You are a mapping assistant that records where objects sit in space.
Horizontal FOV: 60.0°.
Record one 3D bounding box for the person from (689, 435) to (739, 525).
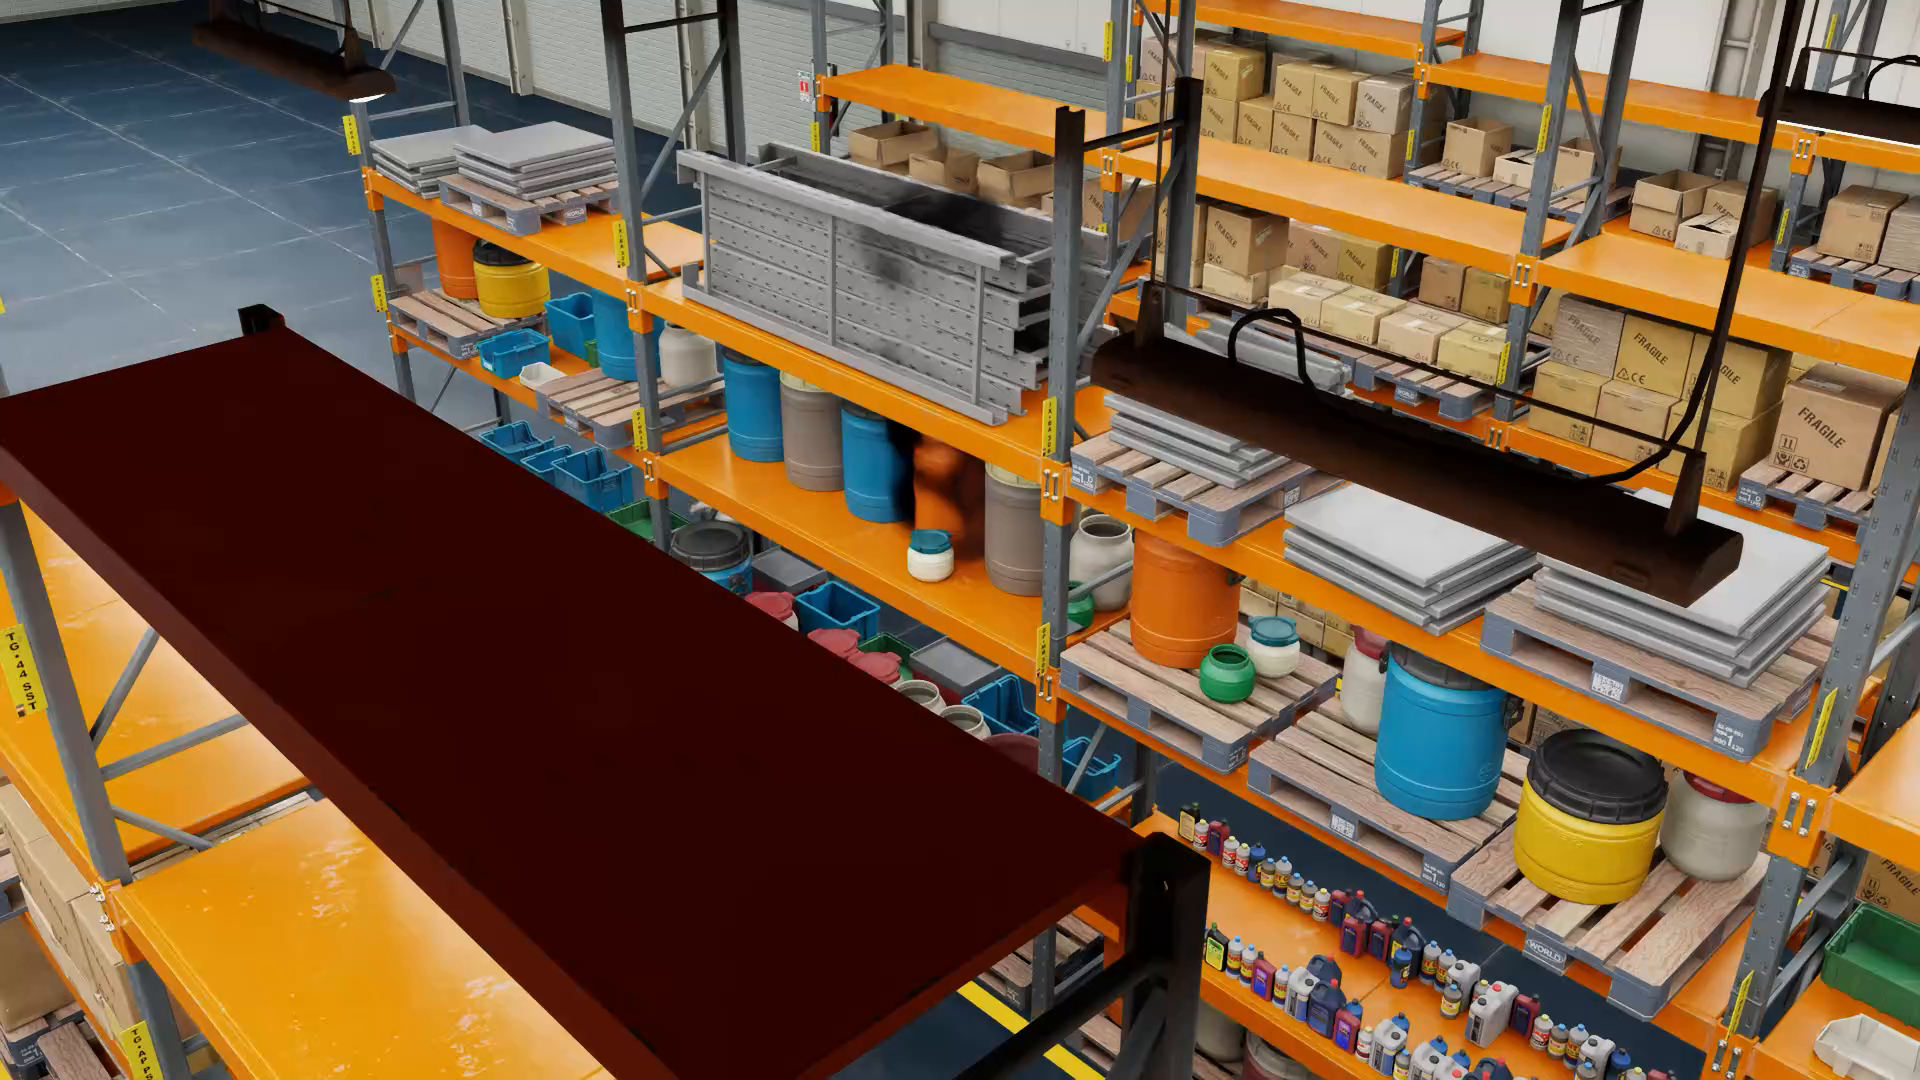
[{"bbox_3d":[-2.198,-0.204,15.511,0.618,1.673,0.635,-23,36,-36],"label":"person"}]
